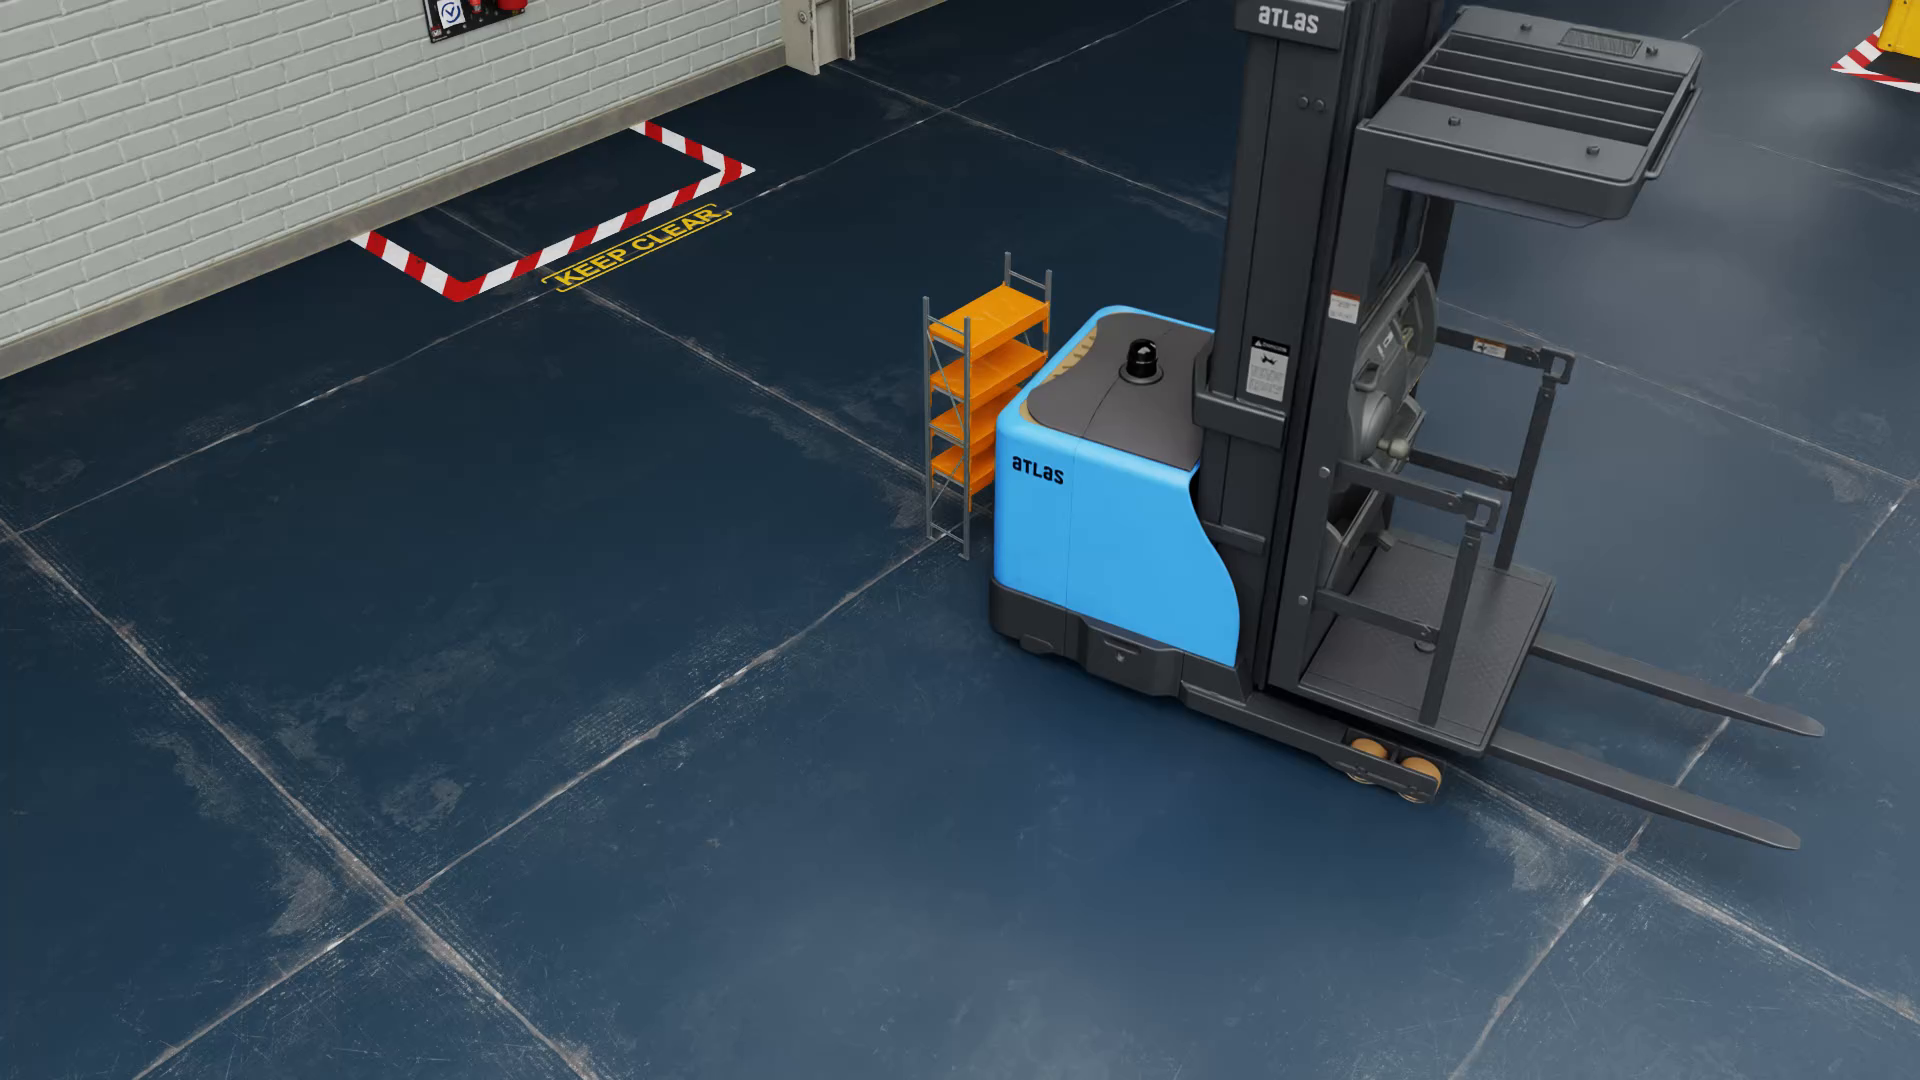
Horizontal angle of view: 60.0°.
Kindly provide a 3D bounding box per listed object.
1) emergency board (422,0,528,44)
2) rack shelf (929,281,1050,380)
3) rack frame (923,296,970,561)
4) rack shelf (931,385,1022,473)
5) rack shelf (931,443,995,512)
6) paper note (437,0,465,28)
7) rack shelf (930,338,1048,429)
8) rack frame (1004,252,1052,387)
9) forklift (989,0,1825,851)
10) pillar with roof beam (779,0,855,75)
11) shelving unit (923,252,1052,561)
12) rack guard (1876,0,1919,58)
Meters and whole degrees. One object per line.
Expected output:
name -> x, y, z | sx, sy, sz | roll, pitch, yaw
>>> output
emergency board -> -2.656, -3.332, 9.030 | 0.194, 1.169, 0.643 | 30, 47, 32
rack shelf -> 0.112, -0.853, 6.728 | 0.258, 0.148, 0.480 | 30, 47, 32
rack frame -> -0.053, -0.434, 6.831 | 0.240, 1.200, 0.015 | 30, 47, 32
rack shelf -> 0.112, -0.493, 7.014 | 0.258, 0.148, 0.480 | 30, 47, 32
rack shelf -> 0.112, -0.338, 7.138 | 0.258, 0.148, 0.480 | 30, 47, 32
paper note -> -2.826, -2.934, 9.238 | 0.016, 0.148, 0.142 | 30, 47, 32
rack shelf -> 0.112, -0.668, 6.875 | 0.258, 0.148, 0.480 | 30, 47, 32
rack frame -> 0.276, -0.658, 7.113 | 0.240, 1.200, 0.015 | 30, 47, 32
forklift -> 1.657, -0.572, 5.614 | 3.031, 2.935, 1.130 | 19, 42, 22
pillar with roof beam -> 2.217, -4.991, 6.297 | 9.100, 9.000, 0.400 | 30, 47, 32
shelving unit -> 0.112, -0.546, 6.972 | 0.258, 1.200, 0.503 | 30, 47, 32
rack guard -> 6.896, -3.455, 11.193 | 1.175, 0.500, 0.348 | 30, 47, 32
